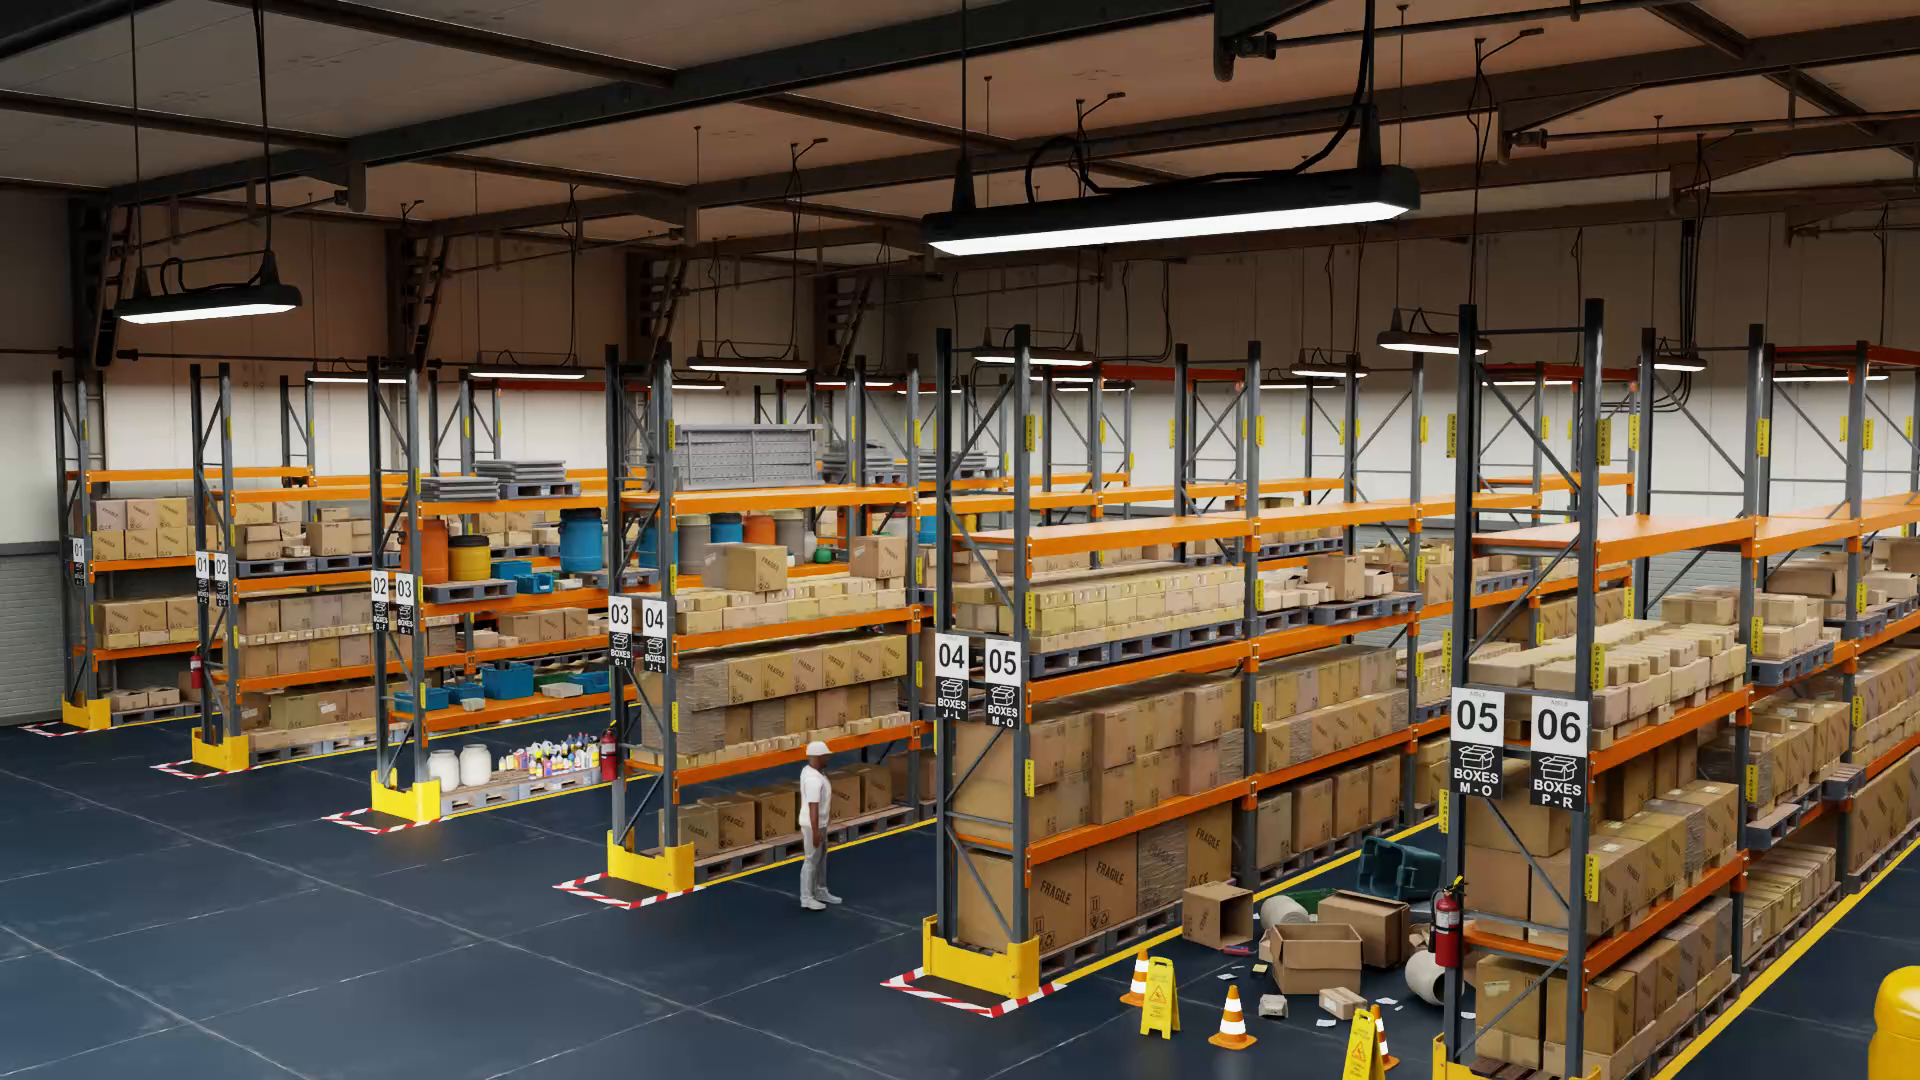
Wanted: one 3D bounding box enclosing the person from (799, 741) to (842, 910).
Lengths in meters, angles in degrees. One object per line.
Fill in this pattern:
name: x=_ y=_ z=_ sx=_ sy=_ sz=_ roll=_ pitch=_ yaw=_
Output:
person: x=-1.482 y=3.010 z=17.593 sx=0.453 sy=1.781 sz=0.602 roll=0 pitch=4 yaw=-2
